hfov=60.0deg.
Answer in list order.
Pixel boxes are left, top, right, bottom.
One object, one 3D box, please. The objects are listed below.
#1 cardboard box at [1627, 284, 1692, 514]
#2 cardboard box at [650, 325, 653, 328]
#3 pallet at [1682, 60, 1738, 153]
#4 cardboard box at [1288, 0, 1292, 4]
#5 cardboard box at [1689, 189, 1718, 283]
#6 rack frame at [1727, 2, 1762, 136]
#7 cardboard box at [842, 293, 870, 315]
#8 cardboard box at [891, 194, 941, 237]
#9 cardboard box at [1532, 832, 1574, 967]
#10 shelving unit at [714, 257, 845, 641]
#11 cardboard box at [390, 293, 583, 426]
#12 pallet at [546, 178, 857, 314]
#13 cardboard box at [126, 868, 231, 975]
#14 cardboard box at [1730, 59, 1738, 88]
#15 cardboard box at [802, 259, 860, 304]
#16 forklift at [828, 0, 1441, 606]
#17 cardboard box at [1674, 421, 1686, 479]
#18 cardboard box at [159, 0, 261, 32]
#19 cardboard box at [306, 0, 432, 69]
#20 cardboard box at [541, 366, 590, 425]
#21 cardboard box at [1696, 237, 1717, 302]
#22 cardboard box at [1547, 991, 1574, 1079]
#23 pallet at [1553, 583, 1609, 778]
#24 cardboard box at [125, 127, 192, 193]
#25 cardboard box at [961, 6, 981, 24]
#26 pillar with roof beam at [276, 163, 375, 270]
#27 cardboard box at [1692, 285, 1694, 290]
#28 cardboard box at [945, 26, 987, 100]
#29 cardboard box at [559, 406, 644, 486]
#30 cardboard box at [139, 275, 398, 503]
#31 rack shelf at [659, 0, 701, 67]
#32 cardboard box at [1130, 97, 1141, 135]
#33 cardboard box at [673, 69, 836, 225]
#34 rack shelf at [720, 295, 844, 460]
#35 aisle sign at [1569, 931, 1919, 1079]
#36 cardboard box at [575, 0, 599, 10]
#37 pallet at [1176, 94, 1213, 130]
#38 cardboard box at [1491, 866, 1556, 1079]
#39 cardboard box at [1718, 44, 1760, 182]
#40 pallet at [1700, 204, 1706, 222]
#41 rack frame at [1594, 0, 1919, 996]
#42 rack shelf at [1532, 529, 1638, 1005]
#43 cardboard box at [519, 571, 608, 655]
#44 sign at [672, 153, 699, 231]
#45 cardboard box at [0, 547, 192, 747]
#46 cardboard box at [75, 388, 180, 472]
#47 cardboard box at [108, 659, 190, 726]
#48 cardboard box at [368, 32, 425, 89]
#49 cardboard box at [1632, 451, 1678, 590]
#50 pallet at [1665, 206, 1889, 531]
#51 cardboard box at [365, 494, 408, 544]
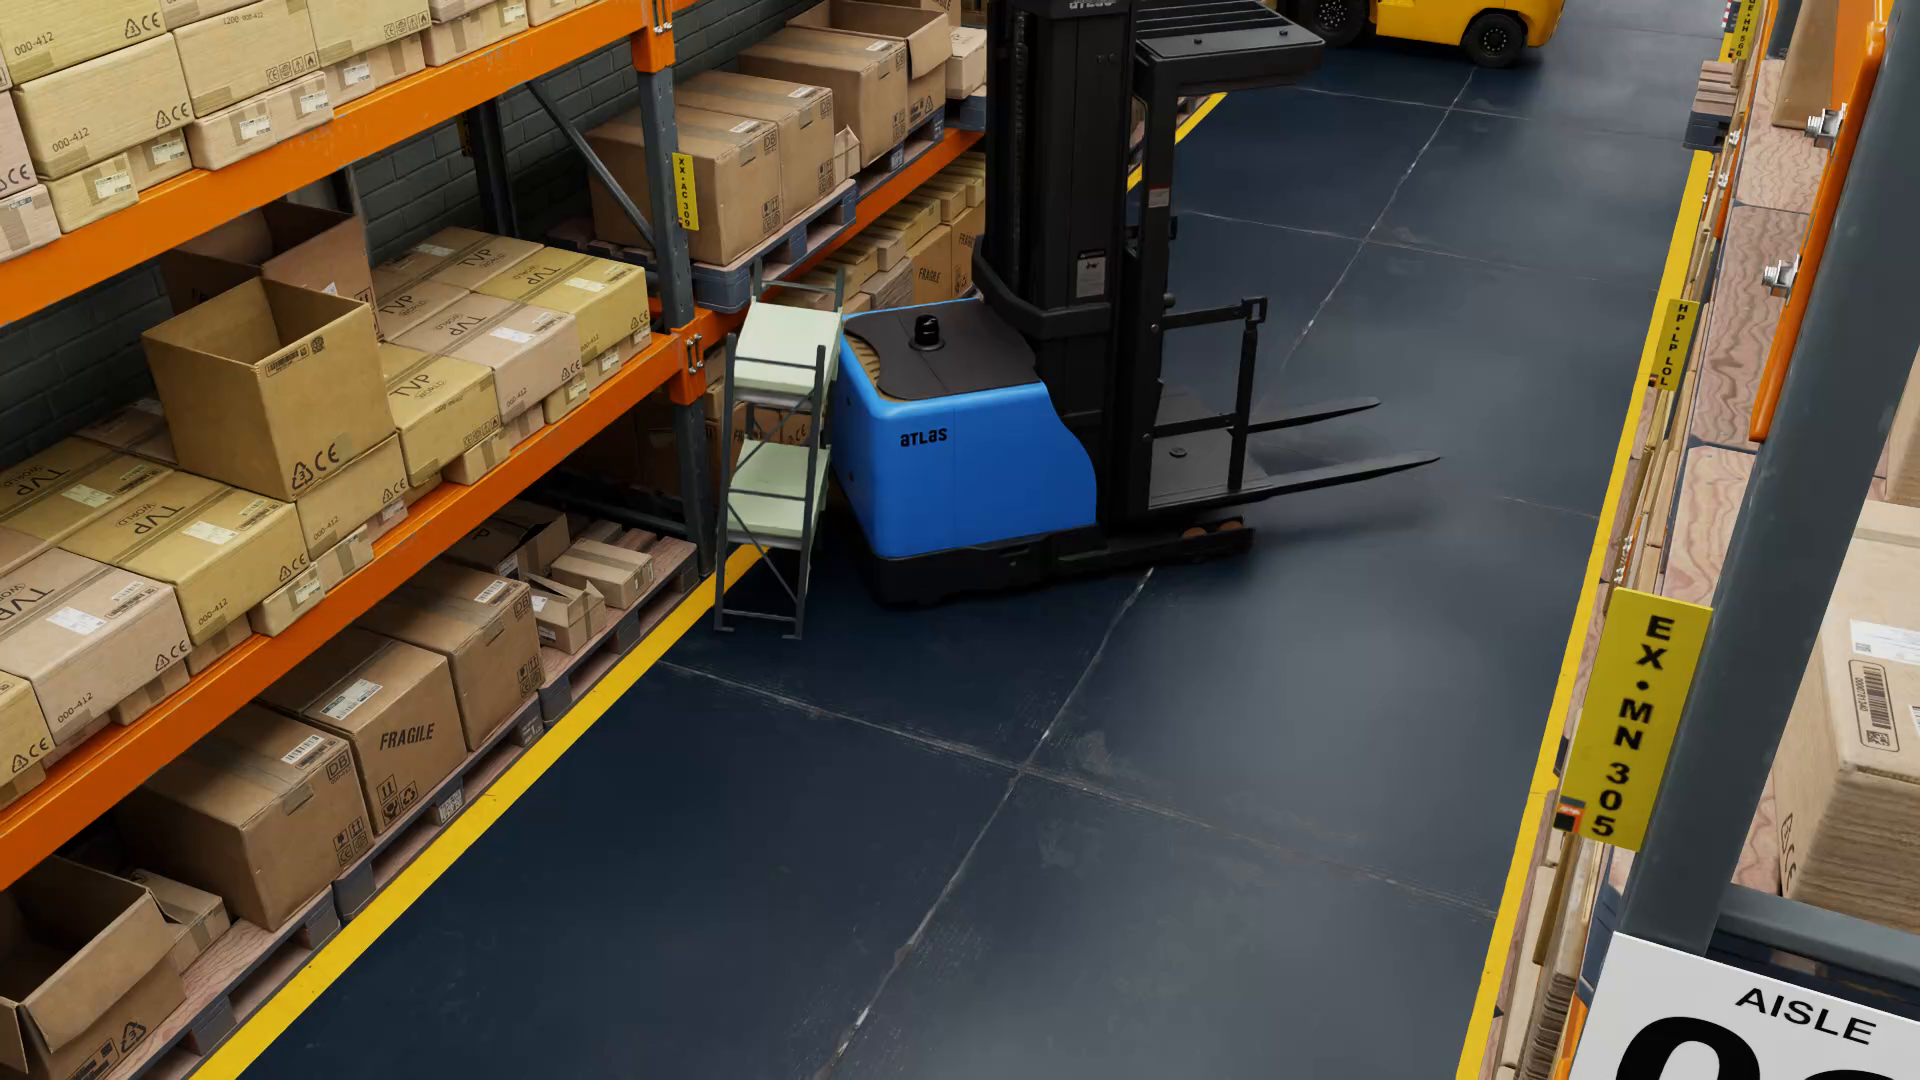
[{"bbox_3d":[3.797,-0.585,7.962,0.875,0.875,0.875,15,36,21],"label":"cardboard box"},{"bbox_3d":[-1.647,-0.995,8.336,0.380,0.149,0.250,14,36,21],"label":"cardboard box"},{"bbox_3d":[4.740,-2.366,9.297,1.213,0.211,1.003,14,36,20],"label":"pallet"},{"bbox_3d":[2.835,-5.151,15.494,0.500,0.250,0.500,15,36,22],"label":"cardboard box"},{"bbox_3d":[3.441,-1.265,7.125,0.500,0.250,0.500,15,36,21],"label":"cardboard box"},{"bbox_3d":[4.539,-2.067,8.666,1.000,3.000,0.127,14,36,20],"label":"rack frame"},{"bbox_3d":[-0.811,-1.046,9.006,0.500,0.500,0.500,13,35,19],"label":"cardboard box"},{"bbox_3d":[-0.336,-1.916,9.741,0.380,0.149,0.250,15,36,22],"label":"cardboard box"},{"bbox_3d":[1.787,0.810,4.188,0.500,0.500,0.500,15,36,22],"label":"cardboard box"},{"bbox_3d":[-0.811,-0.394,7.435,0.431,1.500,0.755,7,34,-1],"label":"shelving unit"},{"bbox_3d":[-1.832,-0.710,6.463,0.500,0.250,0.500,14,36,21],"label":"cardboard box"},{"bbox_3d":[-1.211,-1.504,7.983,1.003,0.211,1.213,14,36,20],"label":"pallet"},{"bbox_3d":[-2.763,1.312,5.731,0.380,0.149,0.250,13,35,19],"label":"cardboard box"},{"bbox_3d":[4.573,-2.640,9.387,0.380,0.149,0.250,14,36,20],"label":"cardboard box"},{"bbox_3d":[-0.763,-1.395,8.947,0.380,0.149,0.250,15,36,22],"label":"cardboard box"},{"bbox_3d":[0.913,-1.384,7.688,3.031,2.935,1.130,-10,35,-15],"label":"forklift"},{"bbox_3d":[2.039,-0.204,4.231,0.380,0.149,0.250,13,35,19],"label":"cardboard box"},{"bbox_3d":[-2.273,-1.666,4.729,0.500,0.250,0.500,15,36,22],"label":"cardboard box"},{"bbox_3d":[-2.052,-1.716,5.261,0.500,0.250,0.500,15,36,21],"label":"cardboard box"},{"bbox_3d":[-1.725,-0.620,6.689,0.380,0.149,0.250,15,36,22],"label":"cardboard box"},{"bbox_3d":[2.824,-0.814,5.753,0.500,0.500,0.500,15,36,22],"label":"cardboard box"},{"bbox_3d":[1.177,1.163,2.738,0.500,0.500,0.500,15,36,22],"label":"cardboard box"},{"bbox_3d":[3.120,0.690,7.005,1.003,0.211,1.213,14,36,20],"label":"pallet"},{"bbox_3d":[-2.417,-1.104,4.692,0.380,0.149,0.250,14,36,20],"label":"cardboard box"},{"bbox_3d":[-0.015,-3.423,10.872,0.500,0.250,0.500,13,36,19],"label":"cardboard box"},{"bbox_3d":[1.156,-2.592,3.997,9.100,9.000,0.400,14,36,20],"label":"pillar with roof beam"},{"bbox_3d":[3.682,-1.298,7.631,0.500,0.250,0.500,15,36,22],"label":"cardboard box"},{"bbox_3d":[-0.118,-2.717,9.411,0.500,0.250,0.500,12,35,18],"label":"cardboard box"},{"bbox_3d":[-1.708,-0.654,8.408,0.500,0.500,0.500,14,36,20],"label":"cardboard box"},{"bbox_3d":[-2.256,-0.506,5.467,0.500,0.500,0.500,15,36,22],"label":"cardboard box"},{"bbox_3d":[-0.808,-3.161,8.255,1.077,0.370,4.000,14,36,20],"label":"rack shelf"},{"bbox_3d":[0.850,-3.356,12.415,0.875,0.625,0.625,13,35,19],"label":"cardboard box"},{"bbox_3d":[-1.022,-1.876,7.902,0.700,0.500,0.500,15,36,21],"label":"cardboard box"},{"bbox_3d":[-0.765,-0.715,7.218,0.431,0.370,0.720,7,34,-1],"label":"rack shelf"},{"bbox_3d":[0.880,0.795,1.931,0.394,0.787,0.004,14,36,20],"label":"aisle sign"},{"bbox_3d":[-1.527,-2.114,6.232,0.380,0.149,0.250,14,36,20],"label":"cardboard box"},{"bbox_3d":[1.430,-3.654,13.629,1.003,0.211,1.213,14,36,20],"label":"pallet"},{"bbox_3d":[2.131,1.556,5.096,0.875,0.438,0.875,13,35,19],"label":"cardboard box"},{"bbox_3d":[3.681,-1.834,7.308,0.500,0.500,0.500,15,36,22],"label":"cardboard box"},{"bbox_3d":[5.379,-1.895,10.947,1.003,0.211,1.213,14,36,20],"label":"pallet"},{"bbox_3d":[1.192,-0.591,0.945,1.000,3.000,0.127,14,36,20],"label":"rack frame"},{"bbox_3d":[2.029,1.223,4.306,1.077,0.370,4.000,14,36,20],"label":"rack shelf"},{"bbox_3d":[-1.760,0.279,7.199,0.396,0.266,0.258,15,36,22],"label":"cardboard box"},{"bbox_3d":[-1.148,-1.453,6.940,0.100,0.325,0.005,14,36,20],"label":"sign"},{"bbox_3d":[-2.673,0.304,4.916,0.500,0.250,0.500,15,36,21],"label":"cardboard box"},{"bbox_3d":[-2.719,-0.333,5.888,0.500,0.250,0.500,14,36,20],"label":"cardboard box"},{"bbox_3d":[-2.627,0.397,5.138,0.380,0.149,0.250,15,36,22],"label":"cardboard box"},{"bbox_3d":[-1.998,-1.613,5.468,0.380,0.149,0.250,15,36,22],"label":"cardboard box"},{"bbox_3d":[2.005,0.150,4.283,0.500,0.500,0.500,15,36,21],"label":"cardboard box"},{"bbox_3d":[2.002,-0.281,3.289,1.003,0.211,1.213,14,36,20],"label":"pallet"},{"bbox_3d":[-2.210,-0.125,5.934,0.380,0.149,0.250,14,36,20],"label":"cardboard box"}]
